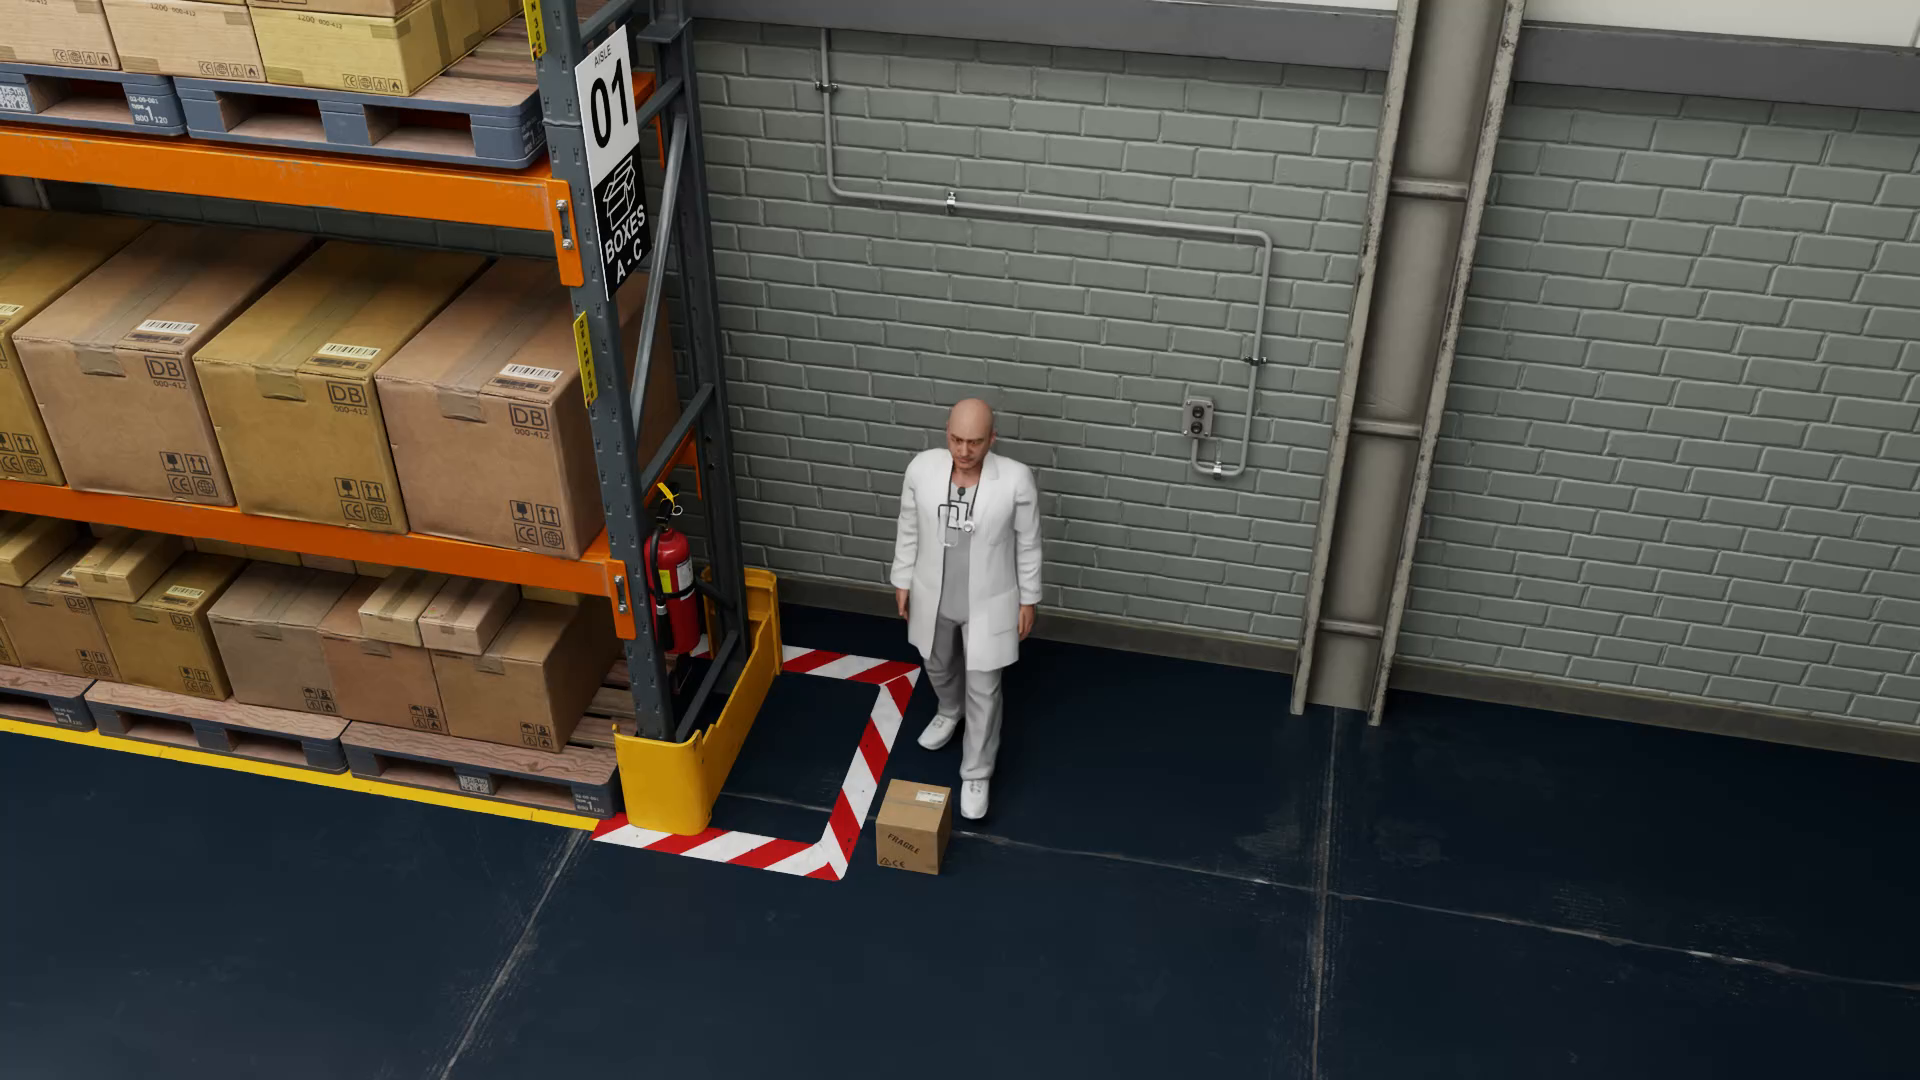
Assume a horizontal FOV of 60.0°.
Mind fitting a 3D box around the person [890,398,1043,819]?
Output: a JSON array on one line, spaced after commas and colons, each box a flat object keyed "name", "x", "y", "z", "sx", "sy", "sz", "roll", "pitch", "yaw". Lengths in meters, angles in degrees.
[{"name": "person", "x": 0.005, "y": 0.241, "z": 6.636, "sx": 0.624, "sy": 1.783, "sz": 0.721, "roll": 10, "pitch": 37, "yaw": 14}]
